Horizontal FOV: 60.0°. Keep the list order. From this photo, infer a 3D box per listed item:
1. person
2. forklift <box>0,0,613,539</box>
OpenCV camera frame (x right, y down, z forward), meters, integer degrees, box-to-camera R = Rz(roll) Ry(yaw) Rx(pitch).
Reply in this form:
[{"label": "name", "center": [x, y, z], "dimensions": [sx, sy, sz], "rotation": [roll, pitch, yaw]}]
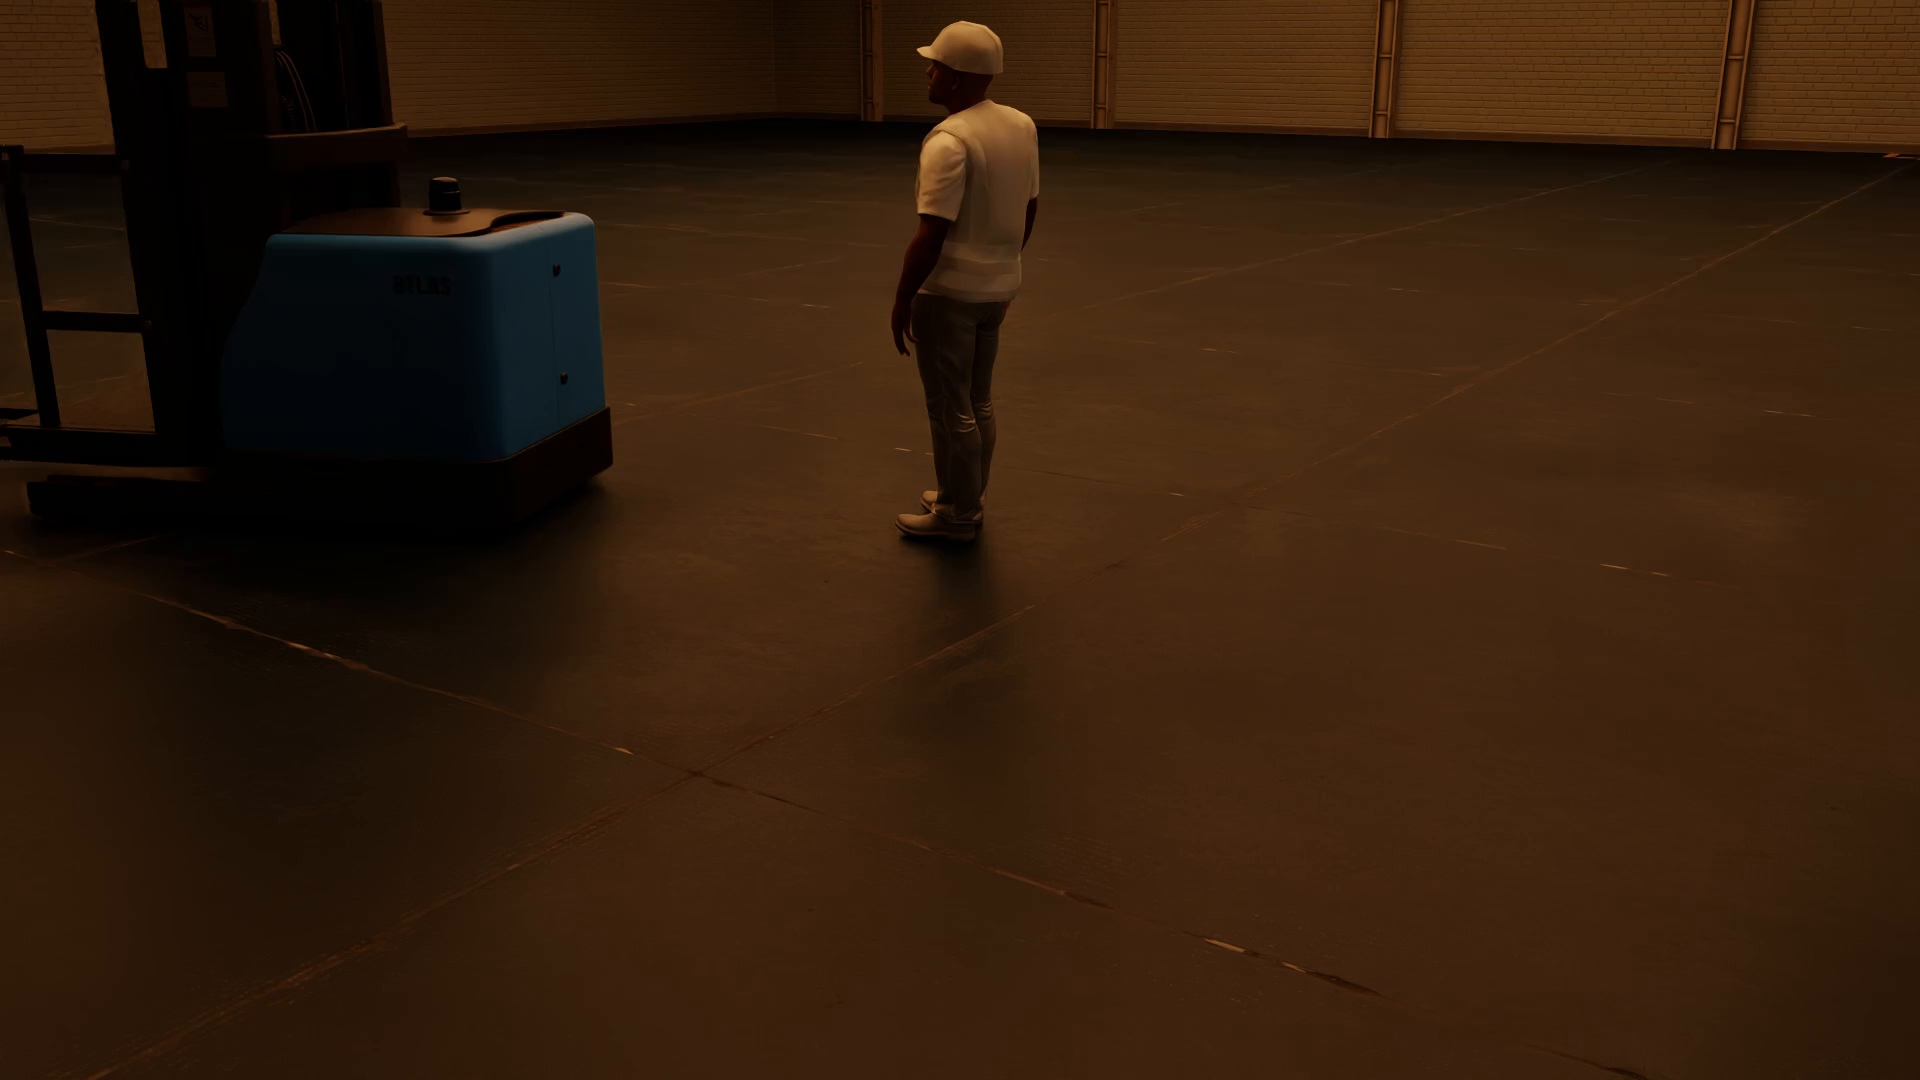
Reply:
[{"label": "person", "center": [-0.054, -0.866, 5.736], "dimensions": [0.577, 1.765, 0.666], "rotation": [11, 20, 33]}, {"label": "forklift", "center": [-2.971, -1.602, 6.189], "dimensions": [3.031, 2.935, 1.130], "rotation": [3, 17, 11]}]
